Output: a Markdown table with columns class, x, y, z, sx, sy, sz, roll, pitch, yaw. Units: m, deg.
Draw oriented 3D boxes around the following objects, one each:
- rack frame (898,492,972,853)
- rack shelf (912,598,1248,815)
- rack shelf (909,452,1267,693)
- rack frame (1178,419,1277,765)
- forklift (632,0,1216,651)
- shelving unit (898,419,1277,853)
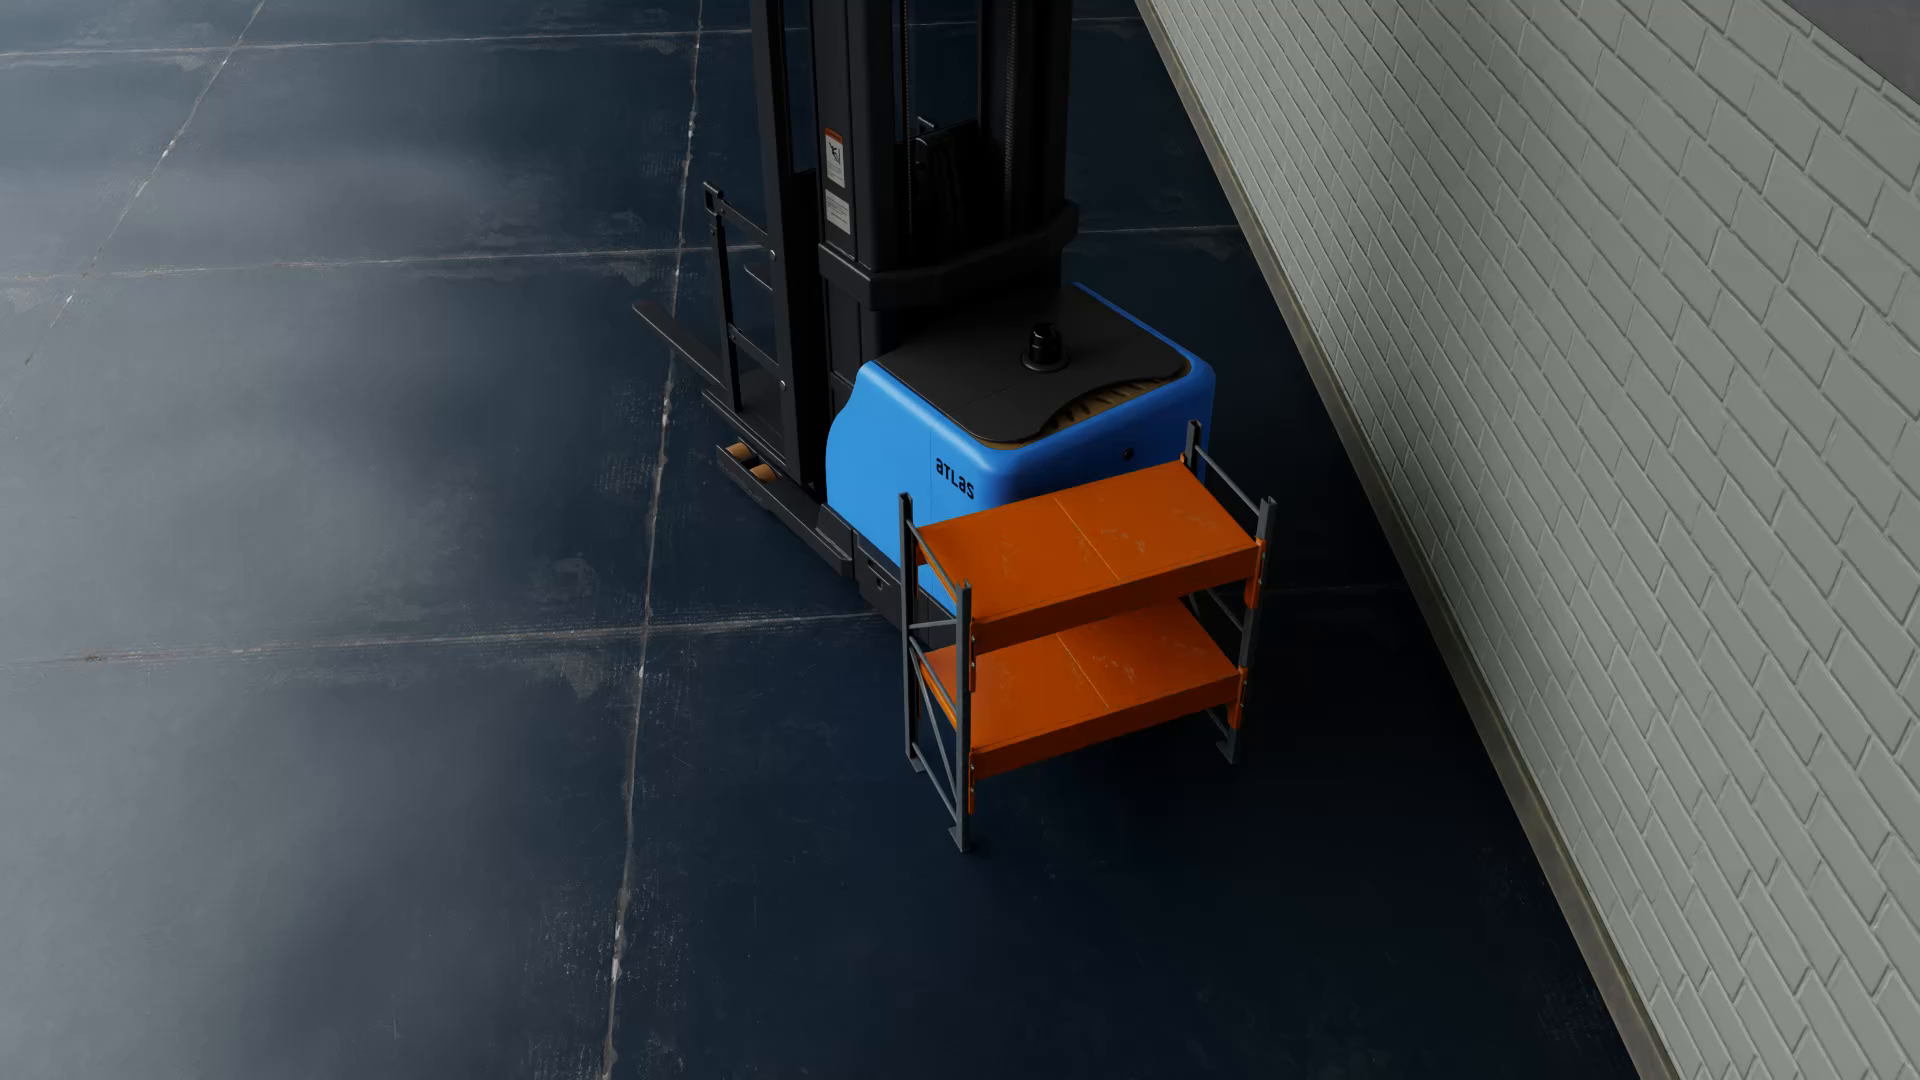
| class | x | y | z | sx | sy | sz | roll | pitch | yaw |
| --- | --- | --- | --- | --- | --- | --- | --- | --- | --- |
| rack frame | -0.078 | 0.439 | 5.286 | 0.032 | 1.125 | 0.500 | -15 | 41 | -18 |
| rack shelf | 0.389 | 0.507 | 5.594 | 1.000 | 0.278 | 0.538 | -15 | 41 | -18 |
| rack shelf | 0.389 | 0.085 | 5.261 | 1.000 | 0.278 | 0.538 | -15 | 41 | -18 |
| rack frame | 0.857 | 0.191 | 5.600 | 0.032 | 1.125 | 0.500 | -15 | 41 | -18 |
| forklift | -0.371 | -1.460 | 6.235 | 1.130 | 2.935 | 3.031 | -25 | 45 | -28 |
| shelving unit | 0.389 | 0.315 | 5.443 | 1.048 | 1.125 | 0.538 | -15 | 41 | -18 |
